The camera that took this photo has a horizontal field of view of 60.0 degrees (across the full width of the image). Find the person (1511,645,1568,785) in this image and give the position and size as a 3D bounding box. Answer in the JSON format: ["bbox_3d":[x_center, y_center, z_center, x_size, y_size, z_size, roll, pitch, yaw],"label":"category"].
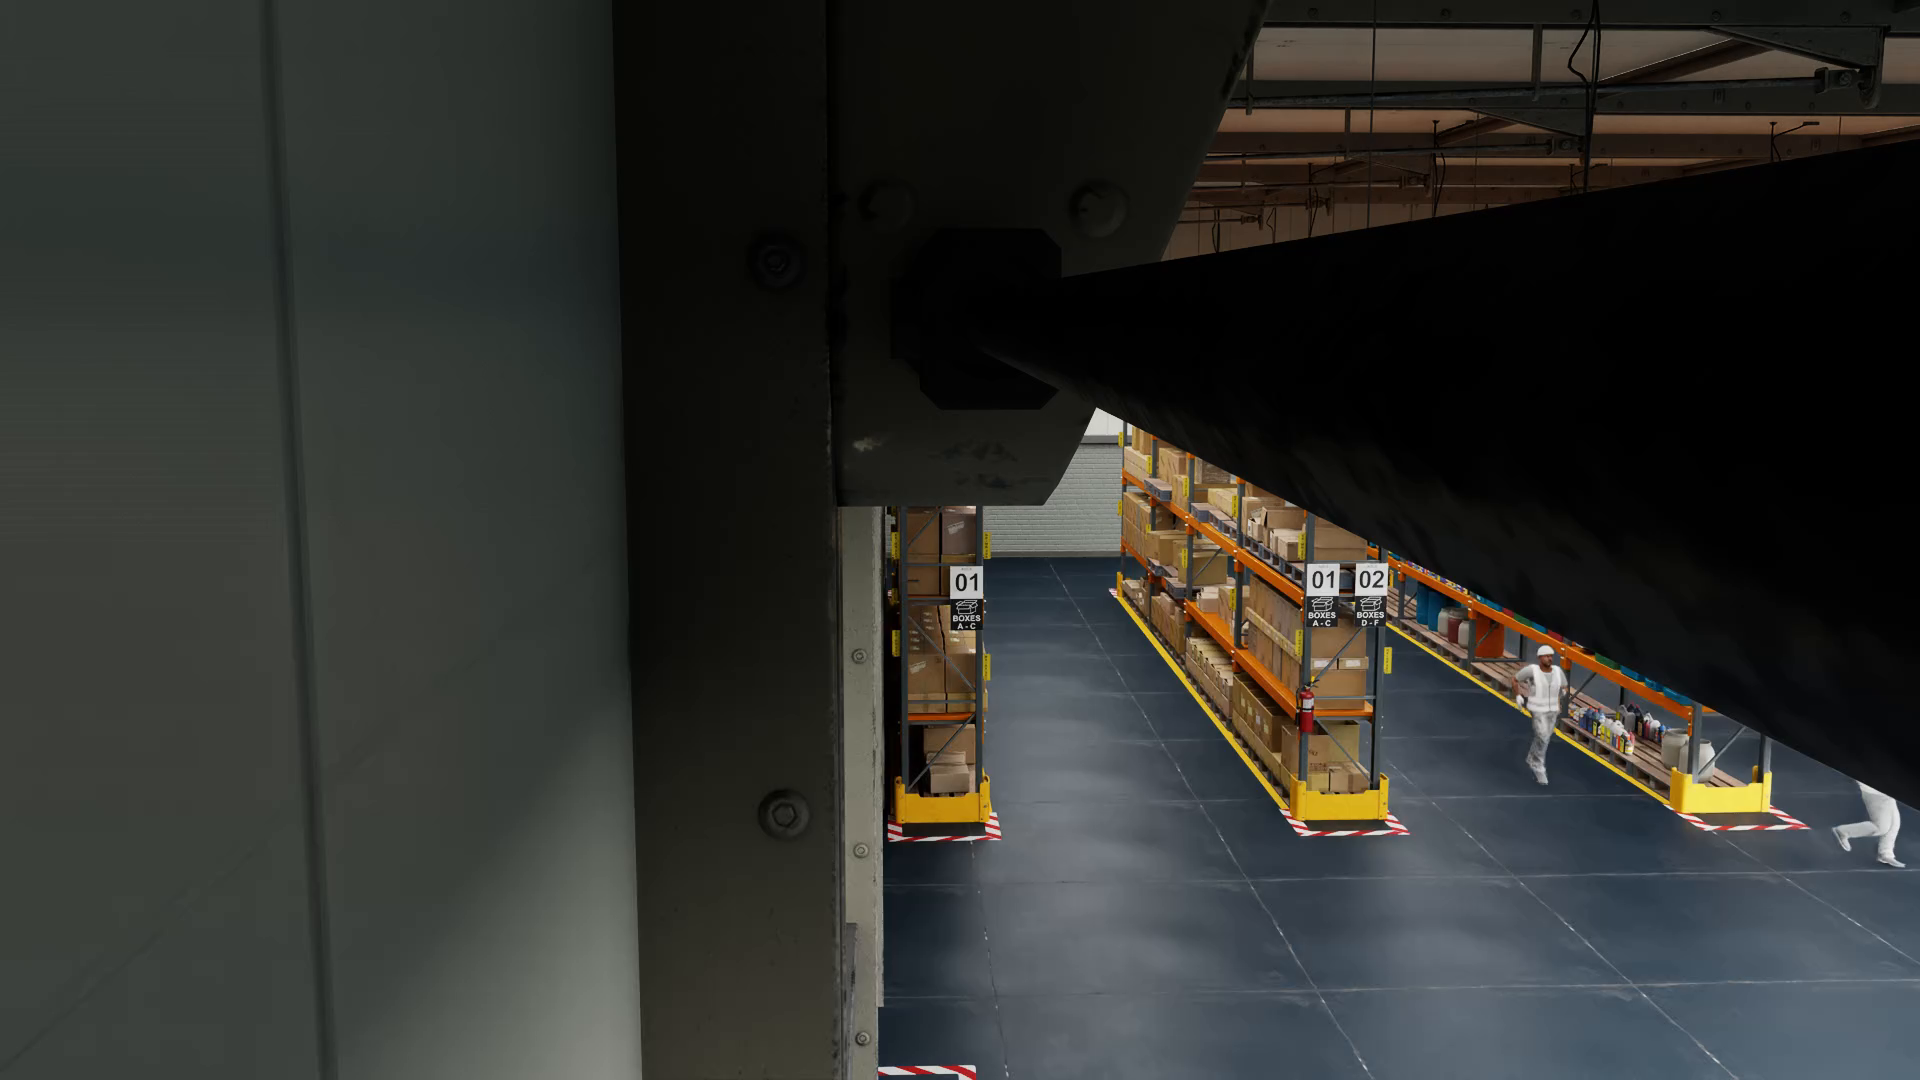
[{"bbox_3d":[7.819,2.322,22.321,0.662,1.844,0.785,-2,8,-15],"label":"person"}]

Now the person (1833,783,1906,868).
[{"bbox_3d":[10.403,2.892,18.944,0.769,1.665,0.621,4,9,26],"label":"person"}]
